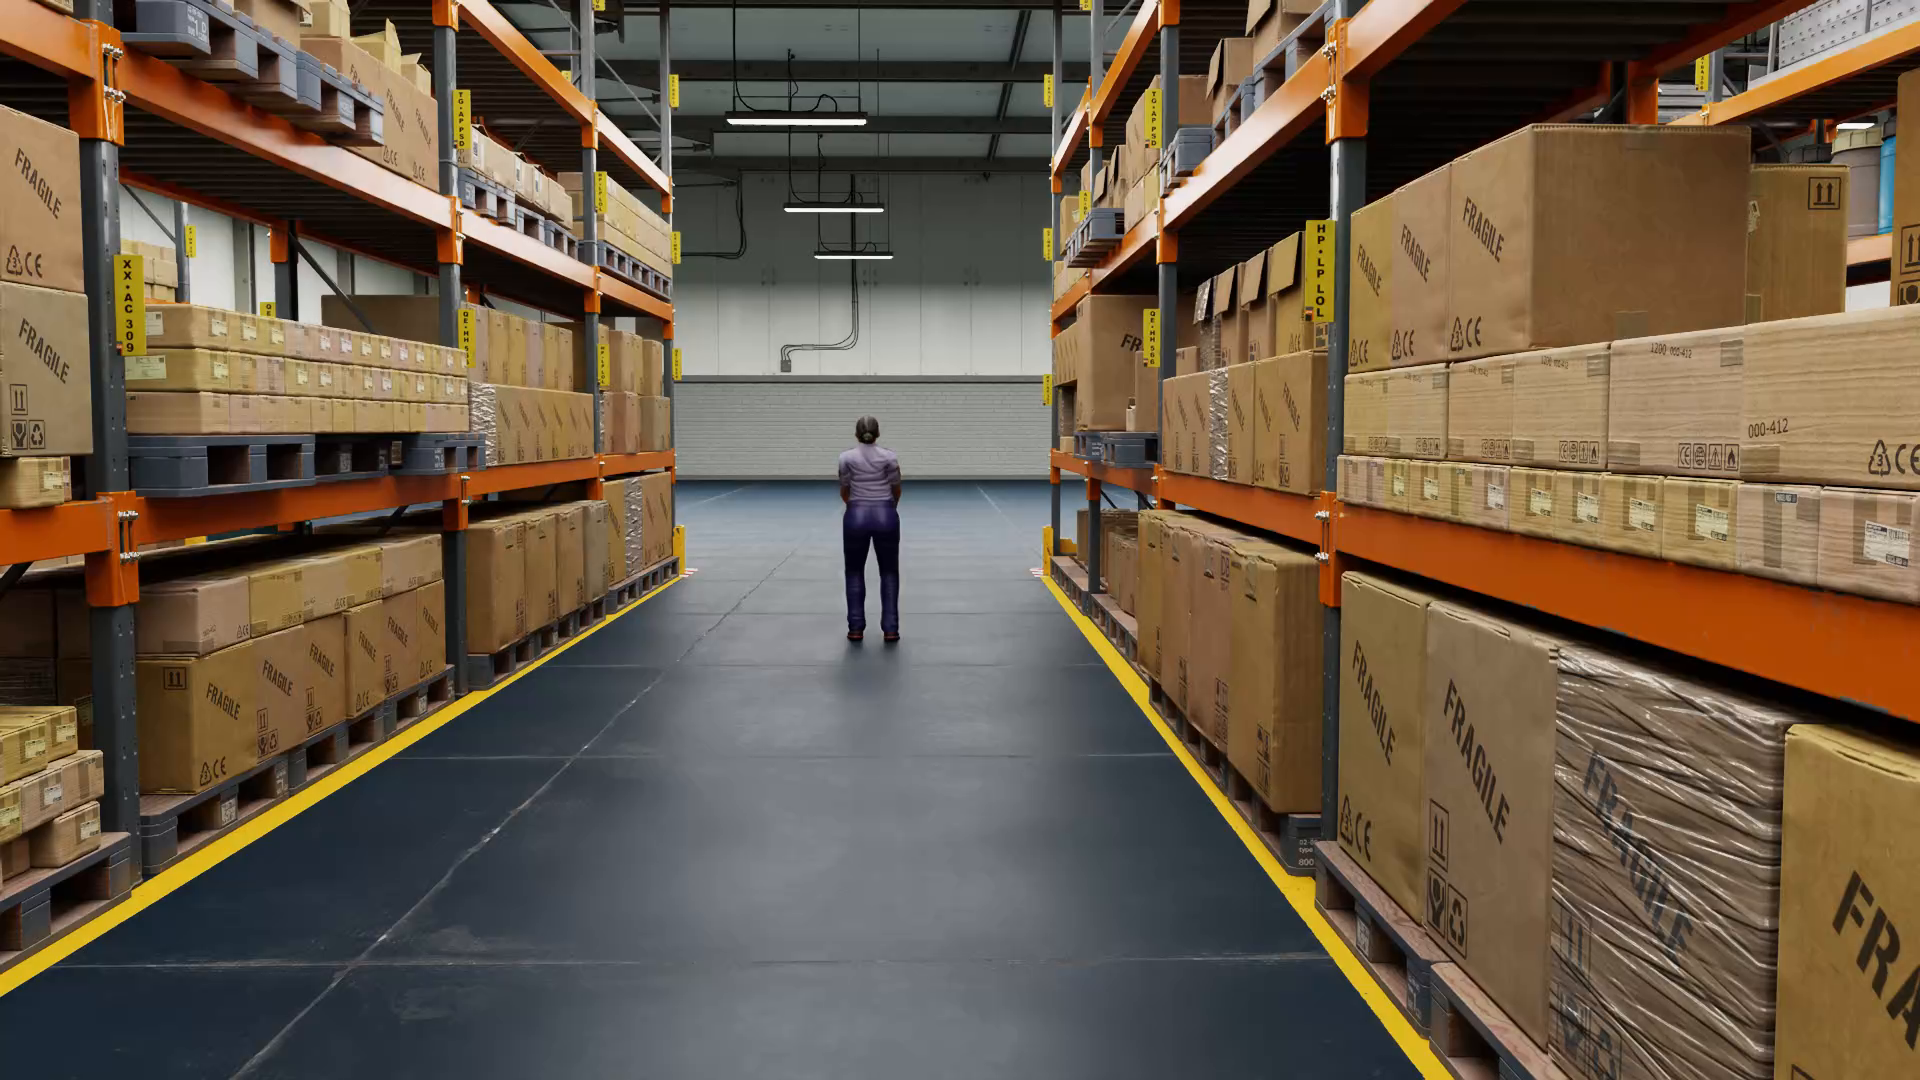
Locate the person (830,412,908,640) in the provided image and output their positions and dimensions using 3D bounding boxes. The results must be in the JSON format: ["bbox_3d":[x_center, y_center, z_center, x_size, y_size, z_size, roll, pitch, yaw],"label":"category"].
[{"bbox_3d":[-0.655,-0.101,12.053,0.563,1.653,0.400,0,4,-4],"label":"person"}]
